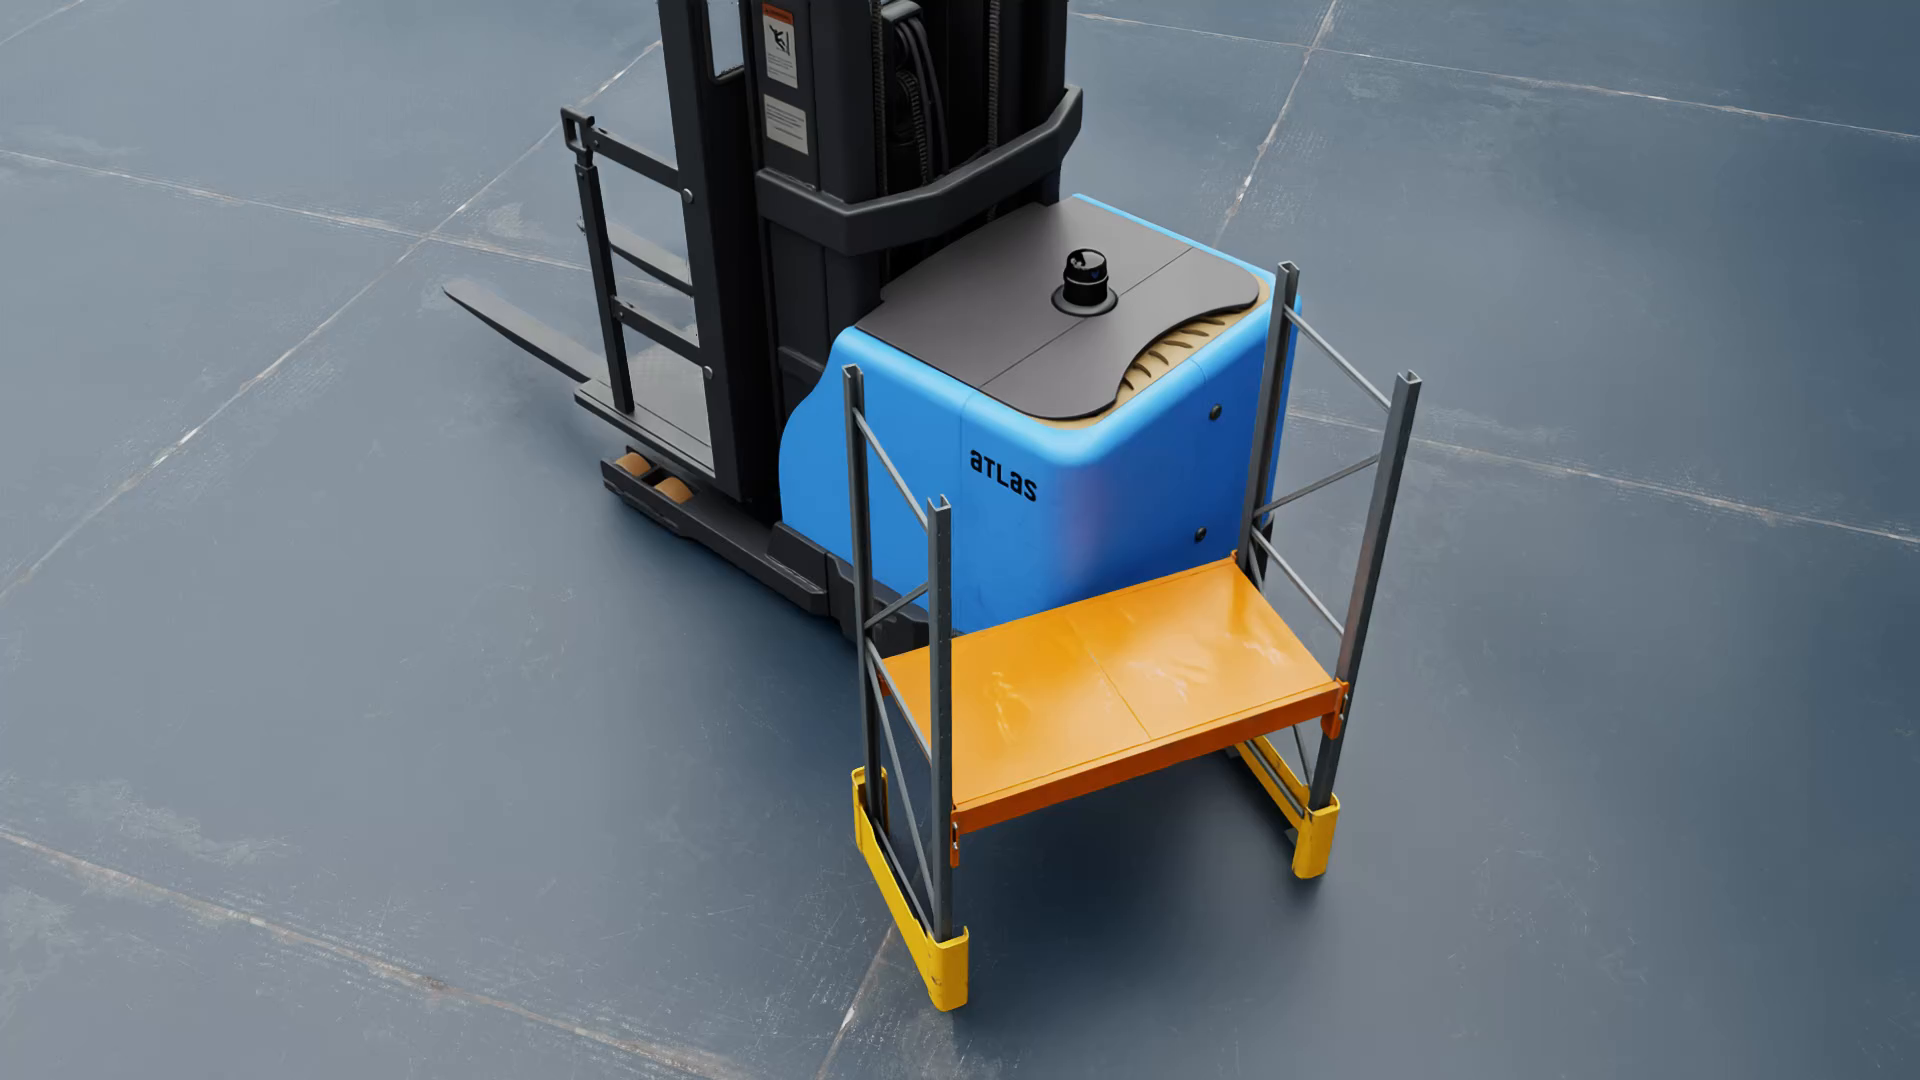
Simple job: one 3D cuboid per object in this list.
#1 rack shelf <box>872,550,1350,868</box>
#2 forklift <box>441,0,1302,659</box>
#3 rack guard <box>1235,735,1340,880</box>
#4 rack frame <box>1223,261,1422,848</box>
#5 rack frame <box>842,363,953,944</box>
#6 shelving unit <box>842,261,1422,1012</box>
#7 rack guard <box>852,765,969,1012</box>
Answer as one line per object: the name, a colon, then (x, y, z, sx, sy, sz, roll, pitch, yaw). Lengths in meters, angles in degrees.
rack shelf: (0.341, 0.374, 3.933, 1.000, 0.185, 0.538, -15, 43, -17)
forklift: (-0.515, -1.373, 4.601, 3.031, 2.935, 1.130, 30, 49, 30)
rack guard: (0.791, 0.589, 4.368, 0.087, 0.250, 0.587, -15, 43, -17)
rack frame: (0.809, 0.108, 3.968, 0.032, 1.500, 0.500, -15, 43, -17)
rack frame: (-0.127, 0.366, 3.666, 0.032, 1.500, 0.500, -15, 43, -17)
shelving unit: (0.333, 0.239, 3.814, 1.083, 1.500, 0.587, -15, 43, -17)
rack guard: (-0.126, 0.841, 4.072, 0.087, 0.250, 0.587, -15, 43, -17)
